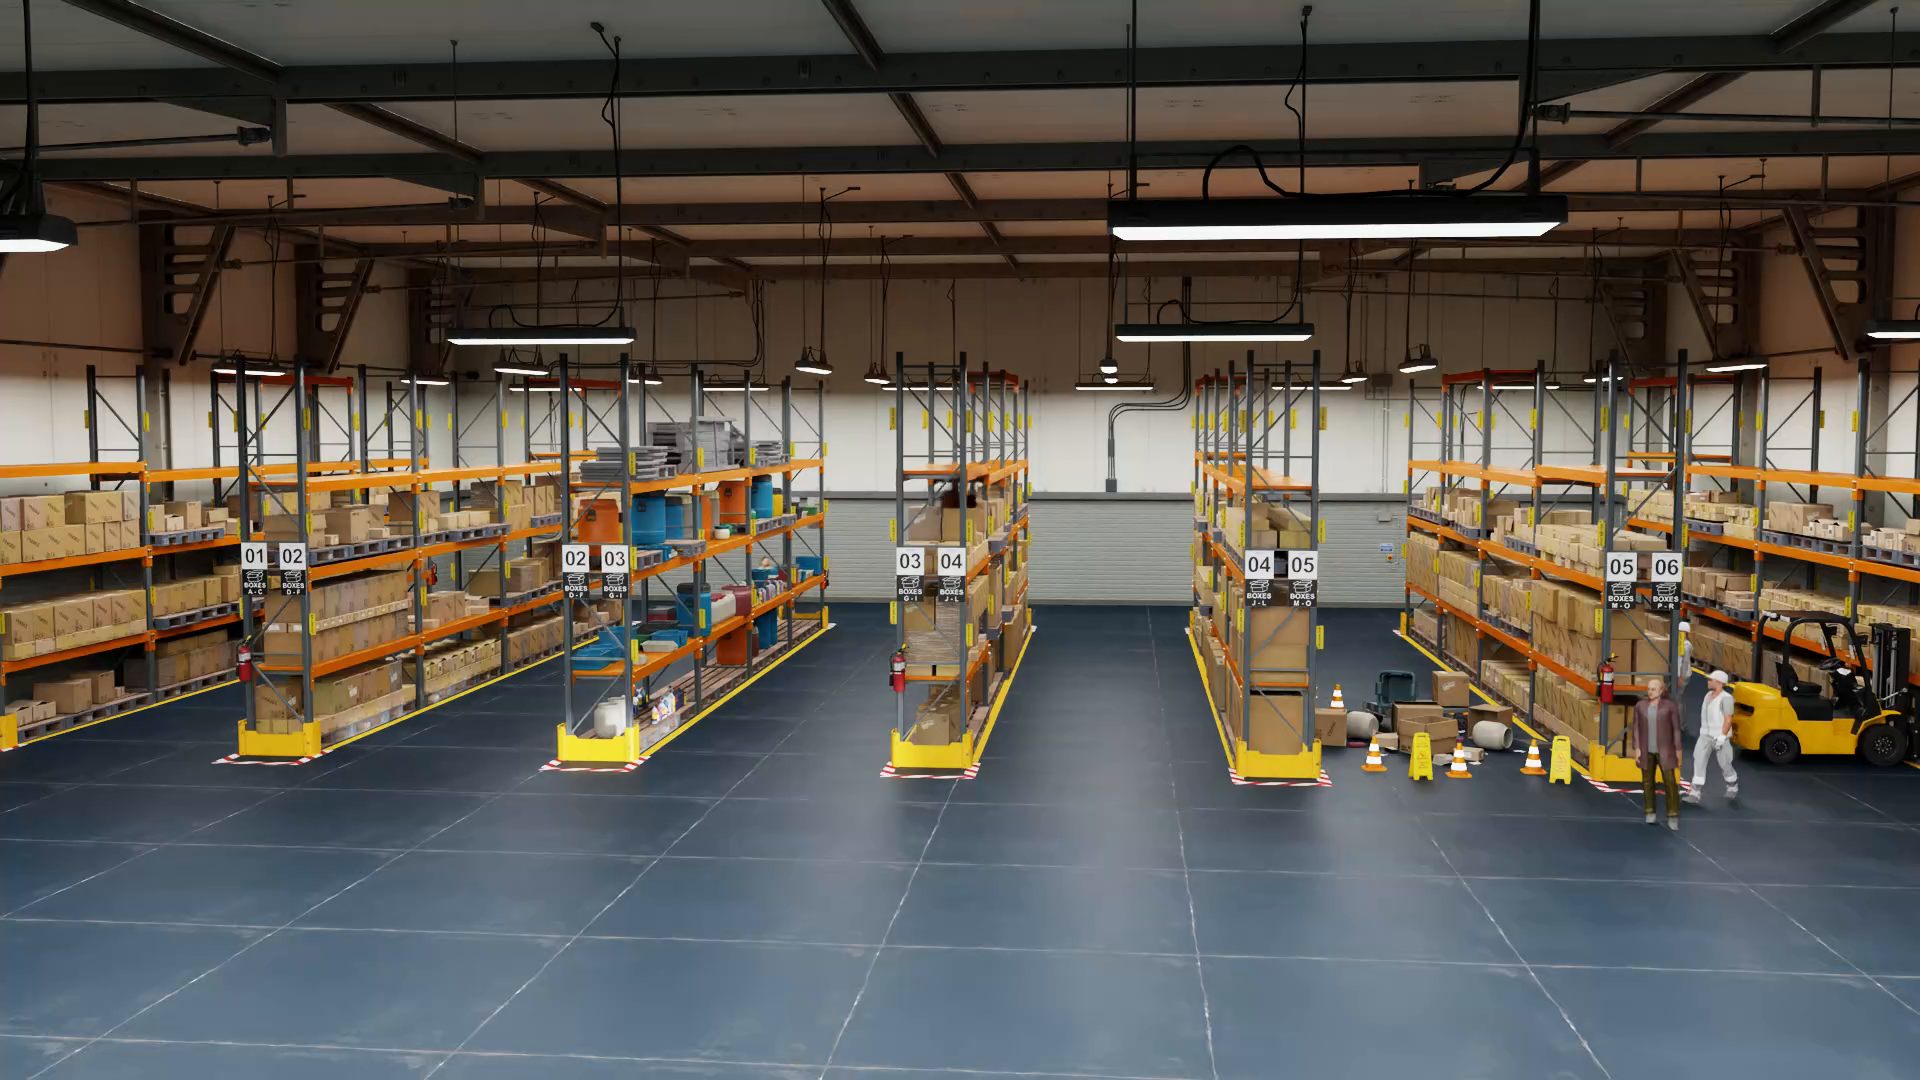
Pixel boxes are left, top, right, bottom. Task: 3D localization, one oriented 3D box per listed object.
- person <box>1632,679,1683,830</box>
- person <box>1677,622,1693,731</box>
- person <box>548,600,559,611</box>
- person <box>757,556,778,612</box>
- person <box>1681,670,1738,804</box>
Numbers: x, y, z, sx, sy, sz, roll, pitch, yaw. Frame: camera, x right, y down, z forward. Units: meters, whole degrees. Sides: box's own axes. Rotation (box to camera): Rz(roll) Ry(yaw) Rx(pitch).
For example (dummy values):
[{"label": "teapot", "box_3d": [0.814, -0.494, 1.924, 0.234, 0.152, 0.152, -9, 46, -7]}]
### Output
[{"label": "person", "box_3d": [8.672, 2.647, 20.710, 0.660, 1.804, 0.456, 3, 5, 40]}, {"label": "person", "box_3d": [11.650, 2.211, 26.925, 0.409, 1.773, 0.587, 3, 5, 32]}, {"label": "person", "box_3d": [-10.493, 1.040, 43.068, 0.501, 1.774, 0.618, 1, 4, 10]}, {"label": "person", "box_3d": [-4.865, 1.226, 41.467, 0.465, 1.655, 0.752, 2, 5, 27]}, {"label": "person", "box_3d": [9.882, 2.586, 21.781, 1.007, 1.754, 0.552, -2, 5, -31]}]
